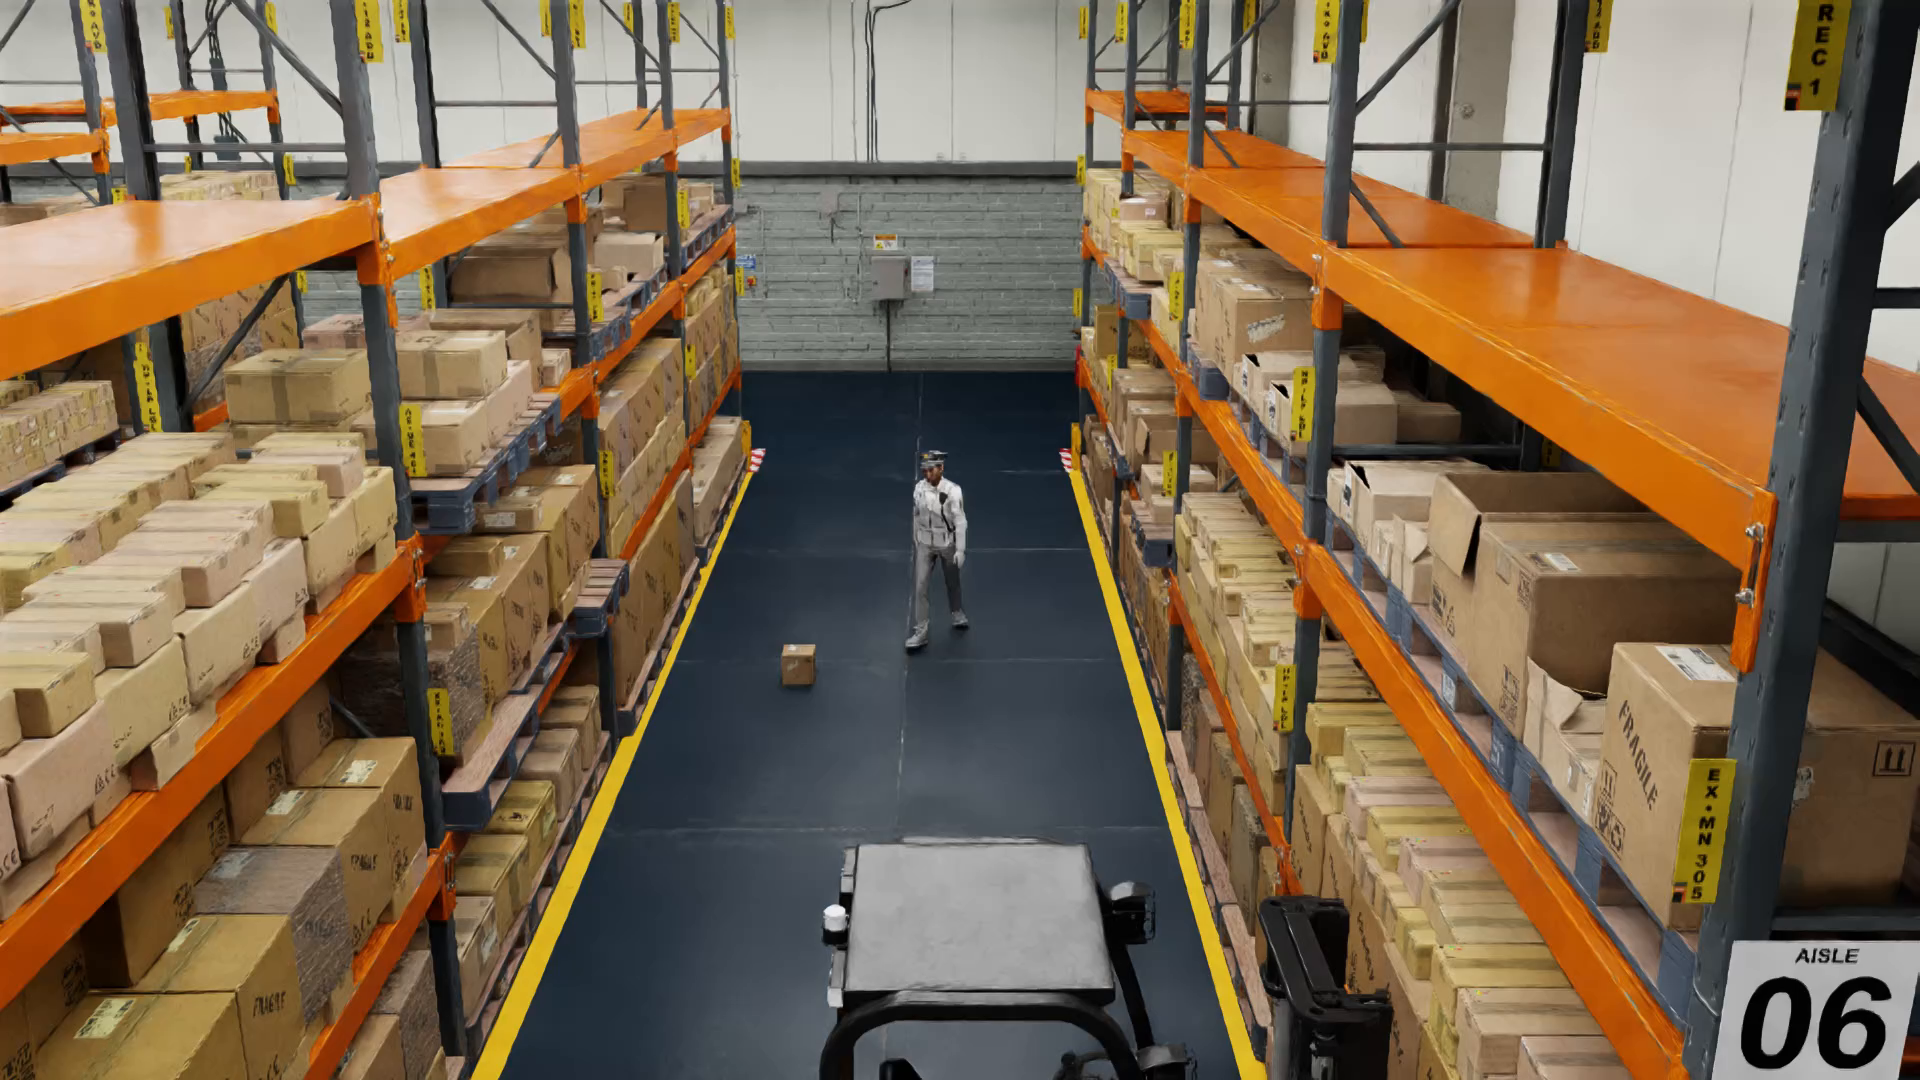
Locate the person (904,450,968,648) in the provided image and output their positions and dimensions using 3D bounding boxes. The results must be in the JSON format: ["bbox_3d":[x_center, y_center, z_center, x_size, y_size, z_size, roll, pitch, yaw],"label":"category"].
[{"bbox_3d":[-0.176,0.035,13.923,0.503,1.640,0.884,6,18,19],"label":"person"}]
